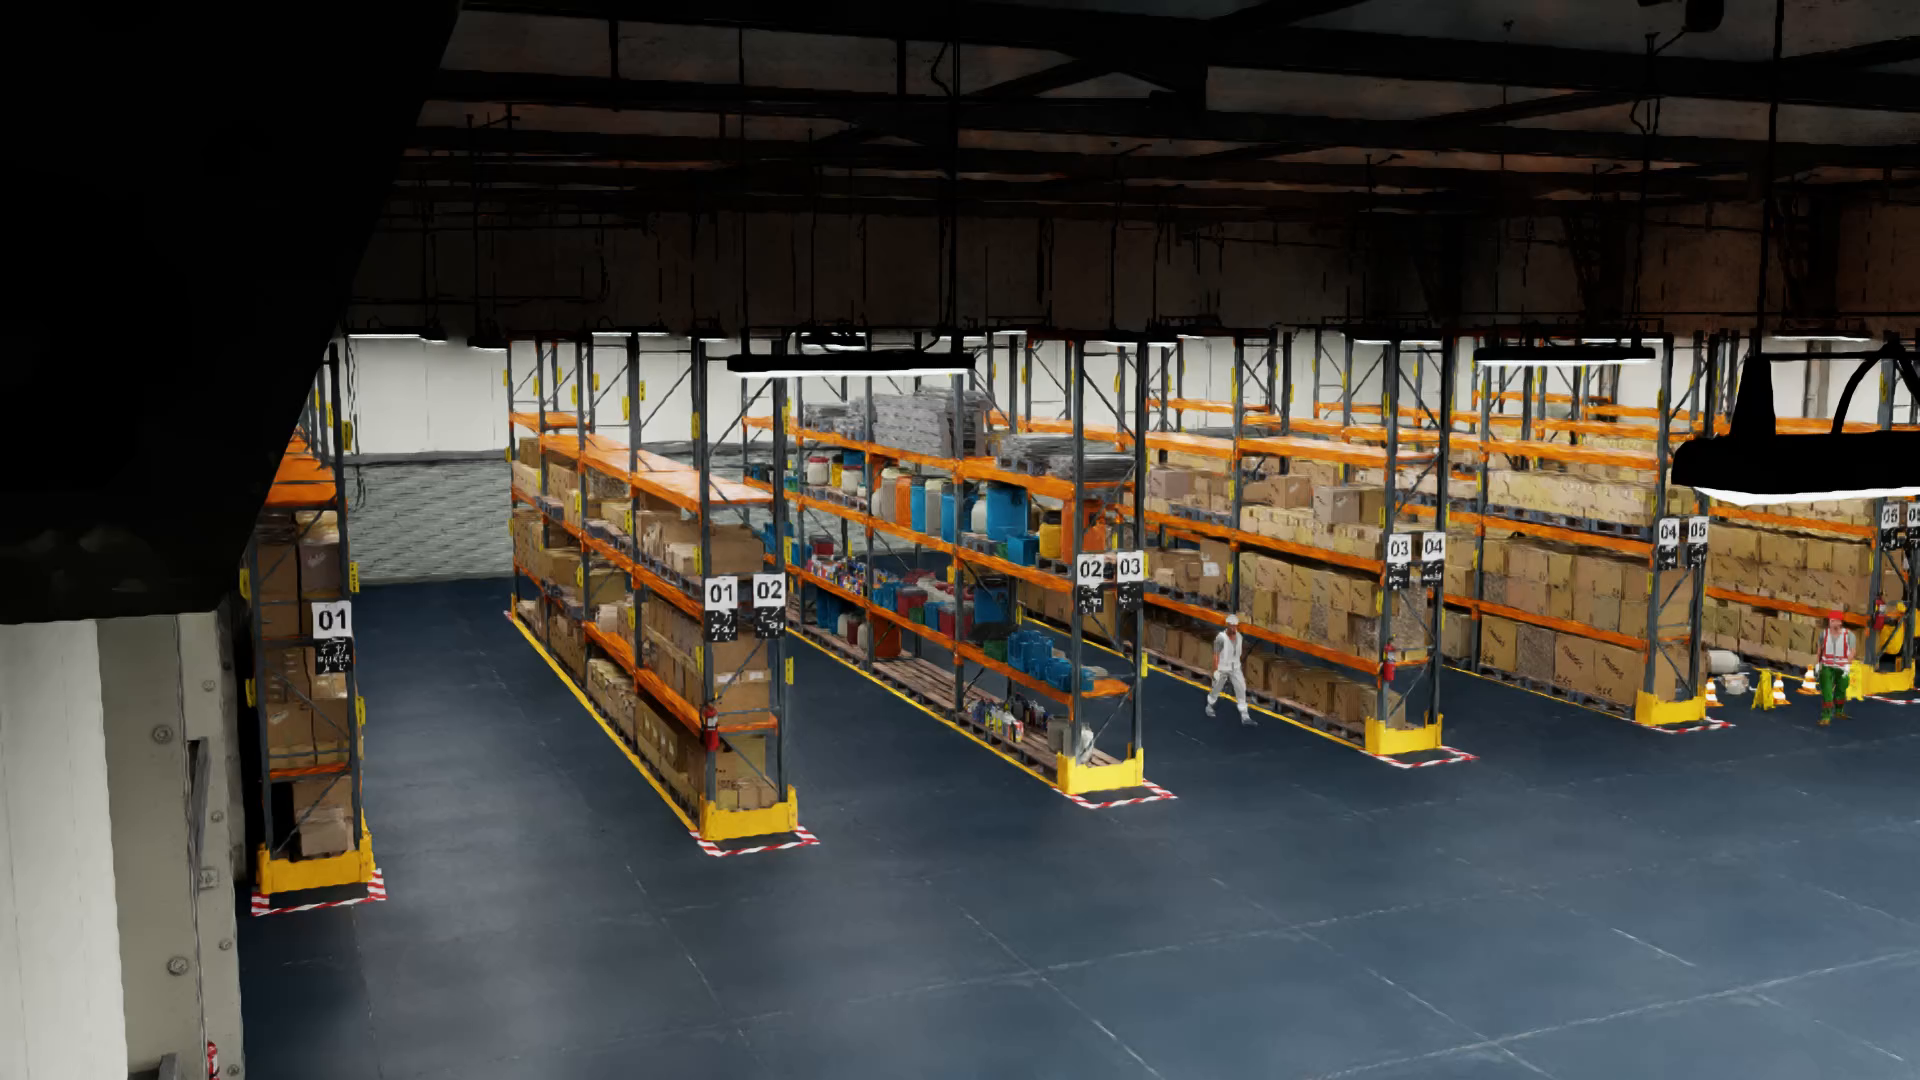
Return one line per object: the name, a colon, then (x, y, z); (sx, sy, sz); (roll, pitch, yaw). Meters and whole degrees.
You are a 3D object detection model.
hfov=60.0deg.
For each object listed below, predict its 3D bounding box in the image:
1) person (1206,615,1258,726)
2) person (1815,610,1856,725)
person: (4.164, 1.987, 25.676); (0.553, 1.706, 1.123); (-3, 8, -20)
person: (13.551, 1.962, 25.754); (0.555, 1.784, 0.712); (5, 9, 33)
